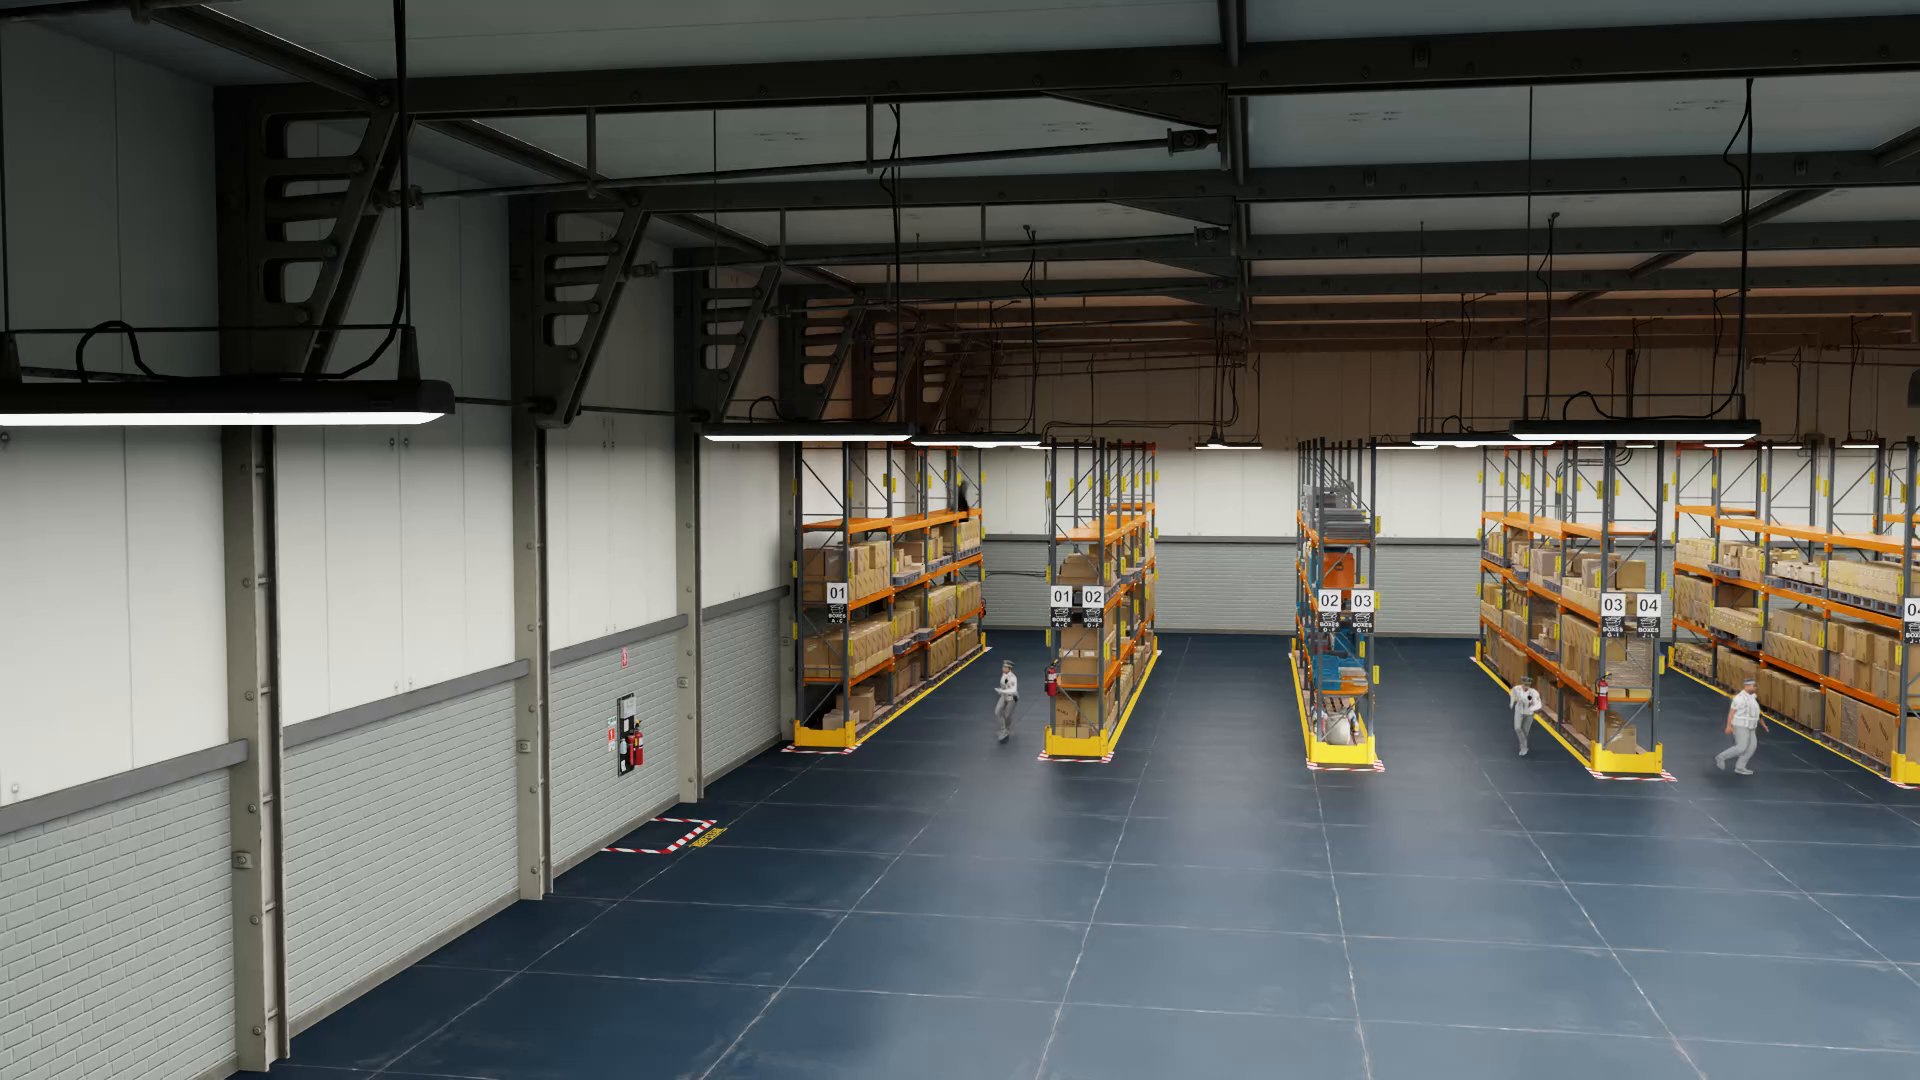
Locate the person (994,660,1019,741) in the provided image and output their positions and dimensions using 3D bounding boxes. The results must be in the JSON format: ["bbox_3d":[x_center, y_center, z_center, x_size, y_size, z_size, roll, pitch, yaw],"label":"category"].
[{"bbox_3d":[0.924,3.155,33.022,0.750,1.603,0.676,3,4,43],"label":"person"}]

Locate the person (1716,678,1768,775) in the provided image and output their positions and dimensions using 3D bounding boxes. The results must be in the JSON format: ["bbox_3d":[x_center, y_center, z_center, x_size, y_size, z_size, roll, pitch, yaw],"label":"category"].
[{"bbox_3d":[13.877,3.291,29.552,0.705,1.733,0.696,-2,4,-36],"label":"person"}]

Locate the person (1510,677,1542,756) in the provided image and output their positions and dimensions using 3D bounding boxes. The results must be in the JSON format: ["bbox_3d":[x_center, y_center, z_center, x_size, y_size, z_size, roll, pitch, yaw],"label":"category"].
[{"bbox_3d":[10.716,3.288,31.490,0.611,1.487,1.053,1,3,24],"label":"person"}]

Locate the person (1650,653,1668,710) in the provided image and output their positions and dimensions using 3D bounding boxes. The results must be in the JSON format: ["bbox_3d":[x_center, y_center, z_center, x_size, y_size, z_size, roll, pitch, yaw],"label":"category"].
[{"bbox_3d":[15.442,3.003,37.048,0.580,1.479,1.067,1,3,17],"label":"person"}]
